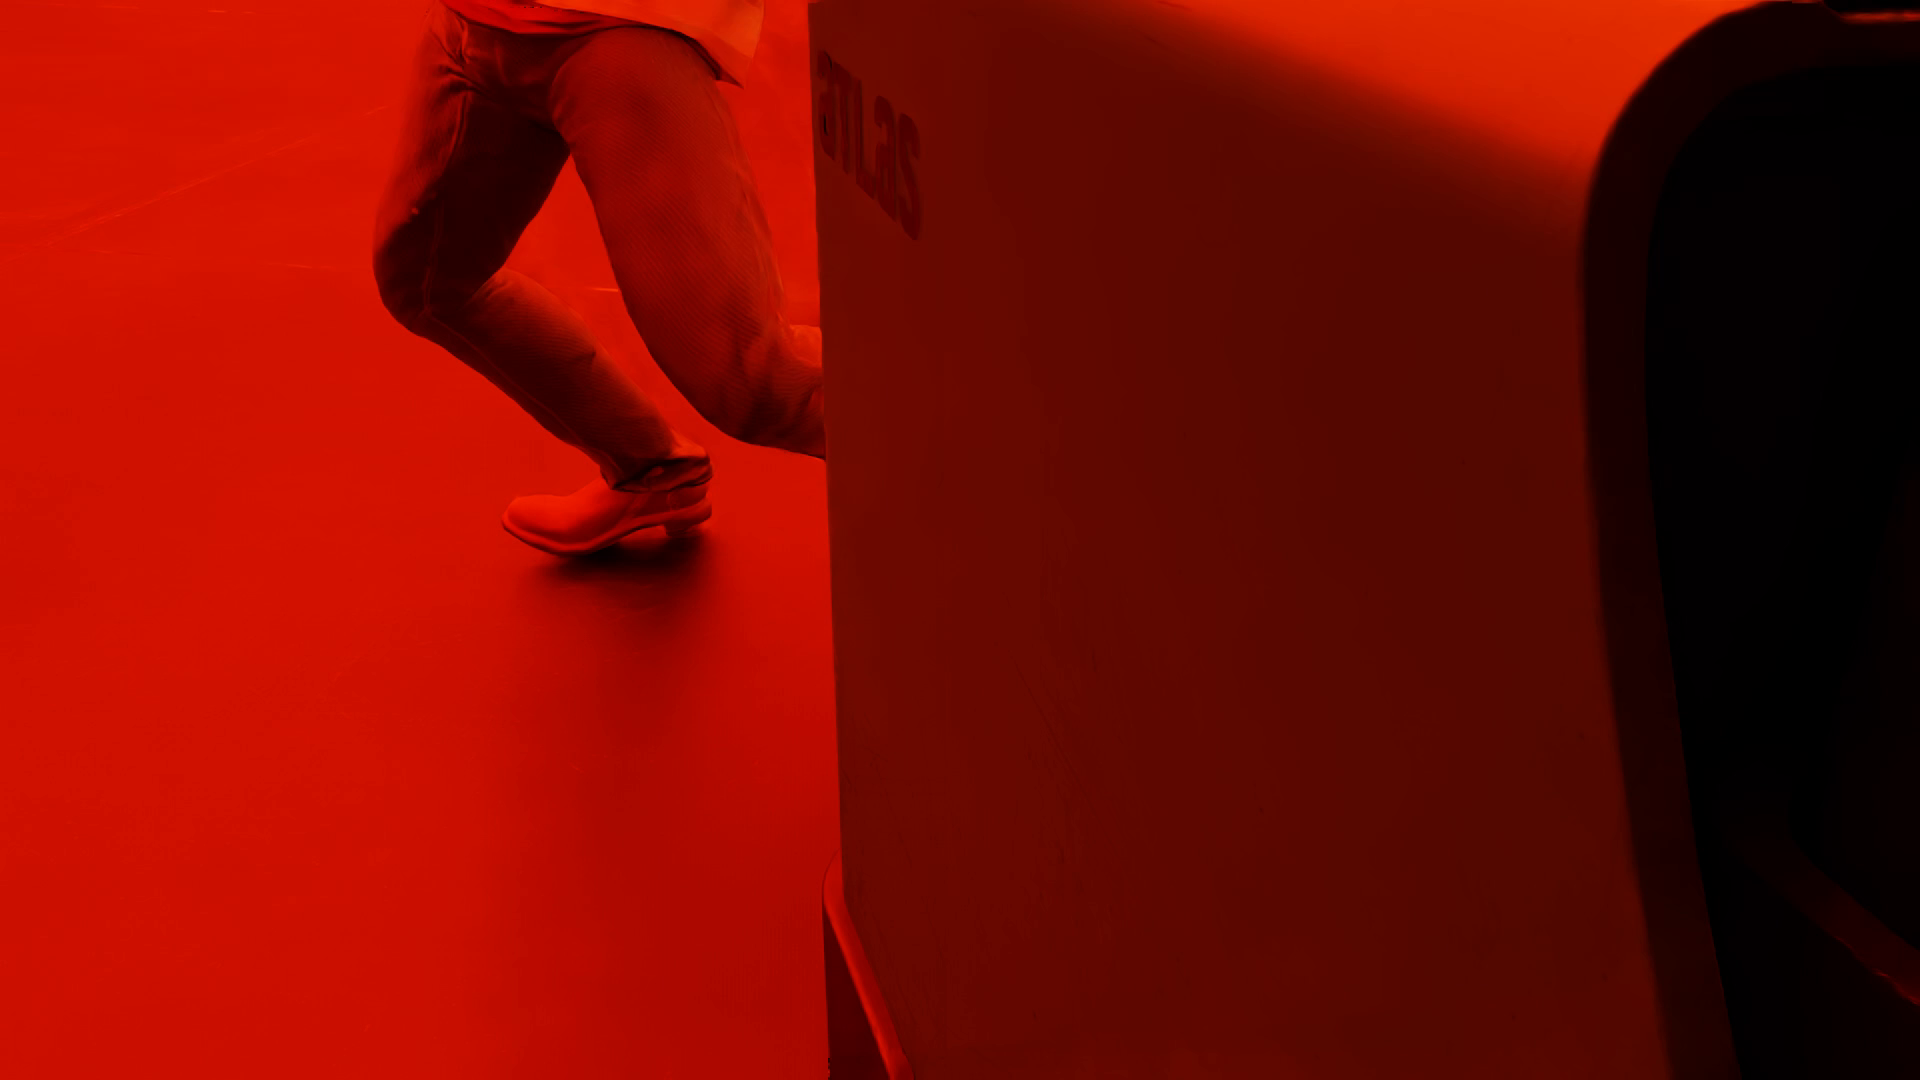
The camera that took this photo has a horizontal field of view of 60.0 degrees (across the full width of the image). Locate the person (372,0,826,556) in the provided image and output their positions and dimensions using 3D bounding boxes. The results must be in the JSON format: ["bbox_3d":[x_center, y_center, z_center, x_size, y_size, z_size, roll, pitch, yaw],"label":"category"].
[{"bbox_3d":[-0.497,-0.684,2.122,1.117,1.524,0.750,23,35,38],"label":"person"}]
